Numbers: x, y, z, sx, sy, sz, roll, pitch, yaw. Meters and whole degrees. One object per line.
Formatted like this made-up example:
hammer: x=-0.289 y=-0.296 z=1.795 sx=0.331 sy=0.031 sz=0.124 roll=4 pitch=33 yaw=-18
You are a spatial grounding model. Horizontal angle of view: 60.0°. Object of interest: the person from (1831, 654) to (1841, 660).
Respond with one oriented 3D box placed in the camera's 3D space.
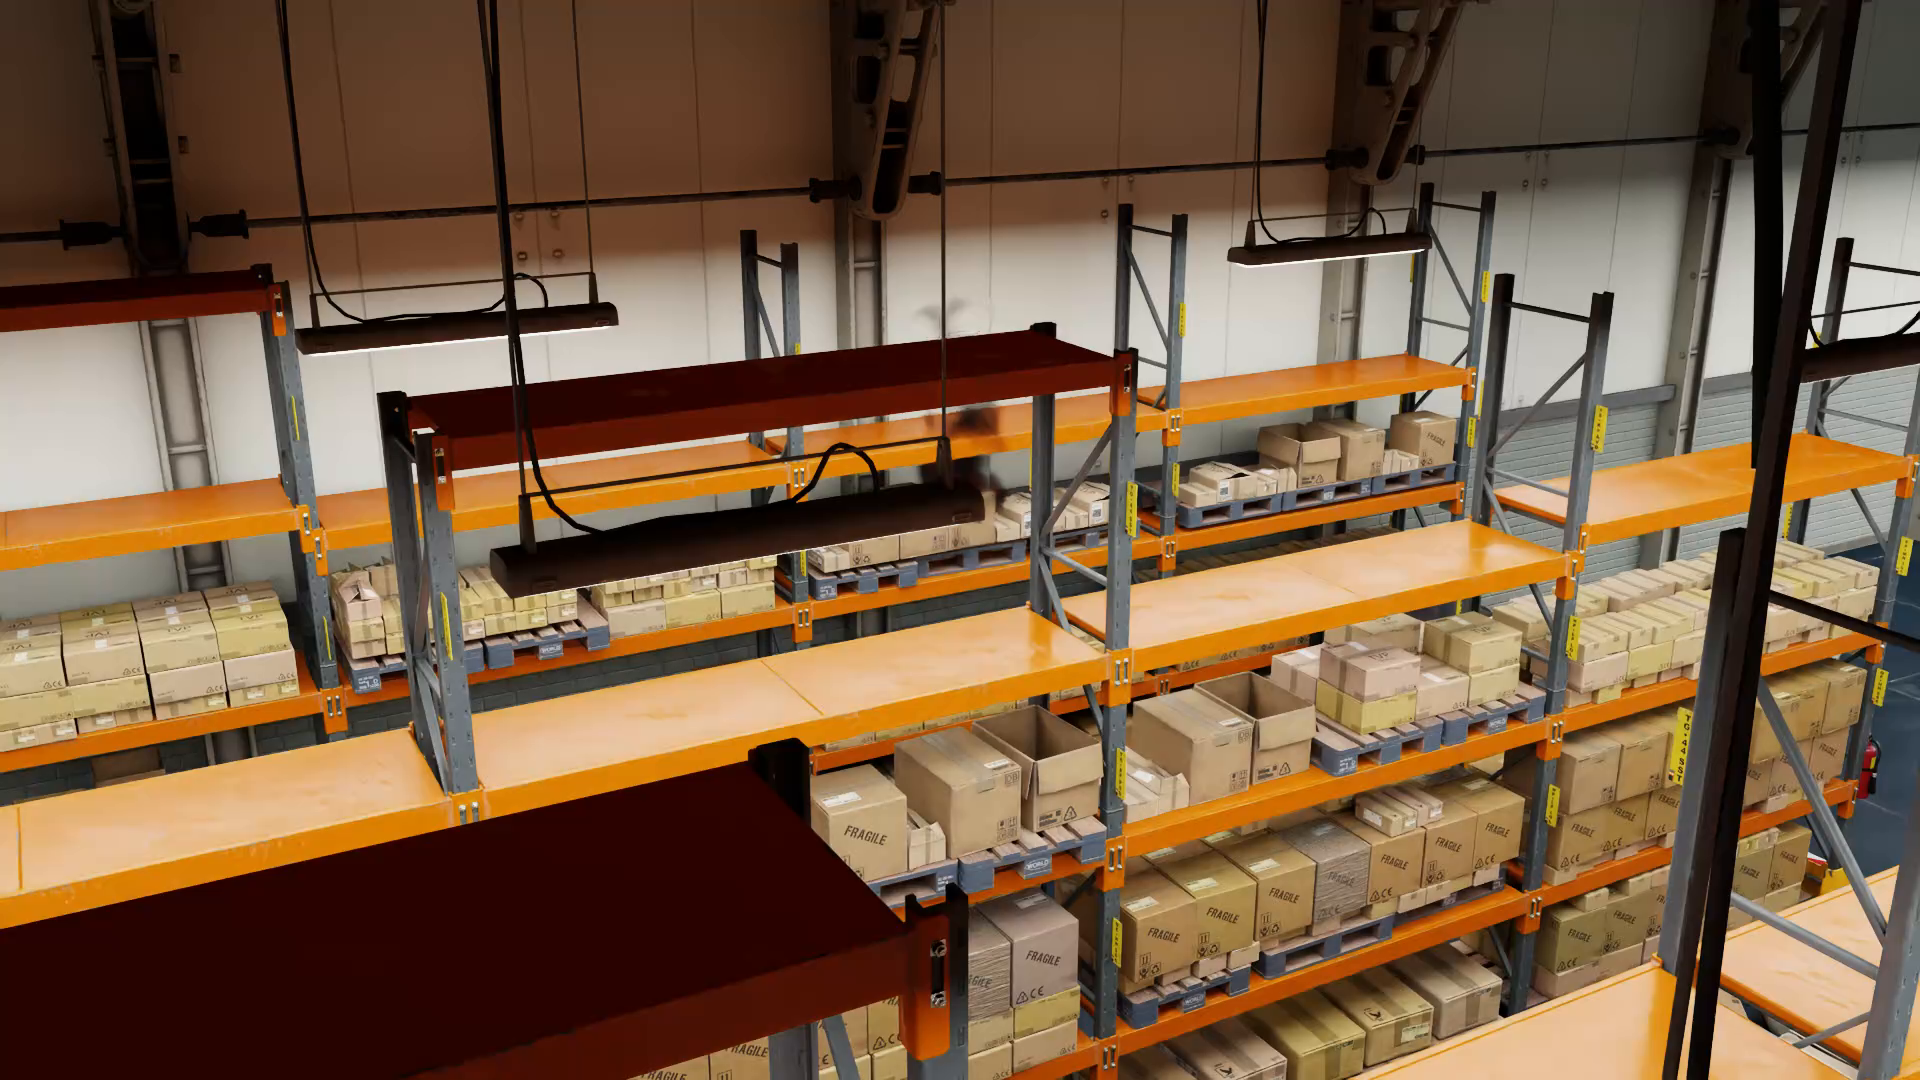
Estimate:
person: x=9.781 y=1.286 z=18.884 sx=0.598 sy=1.669 sz=0.933 roll=14 pitch=23 yaw=36
